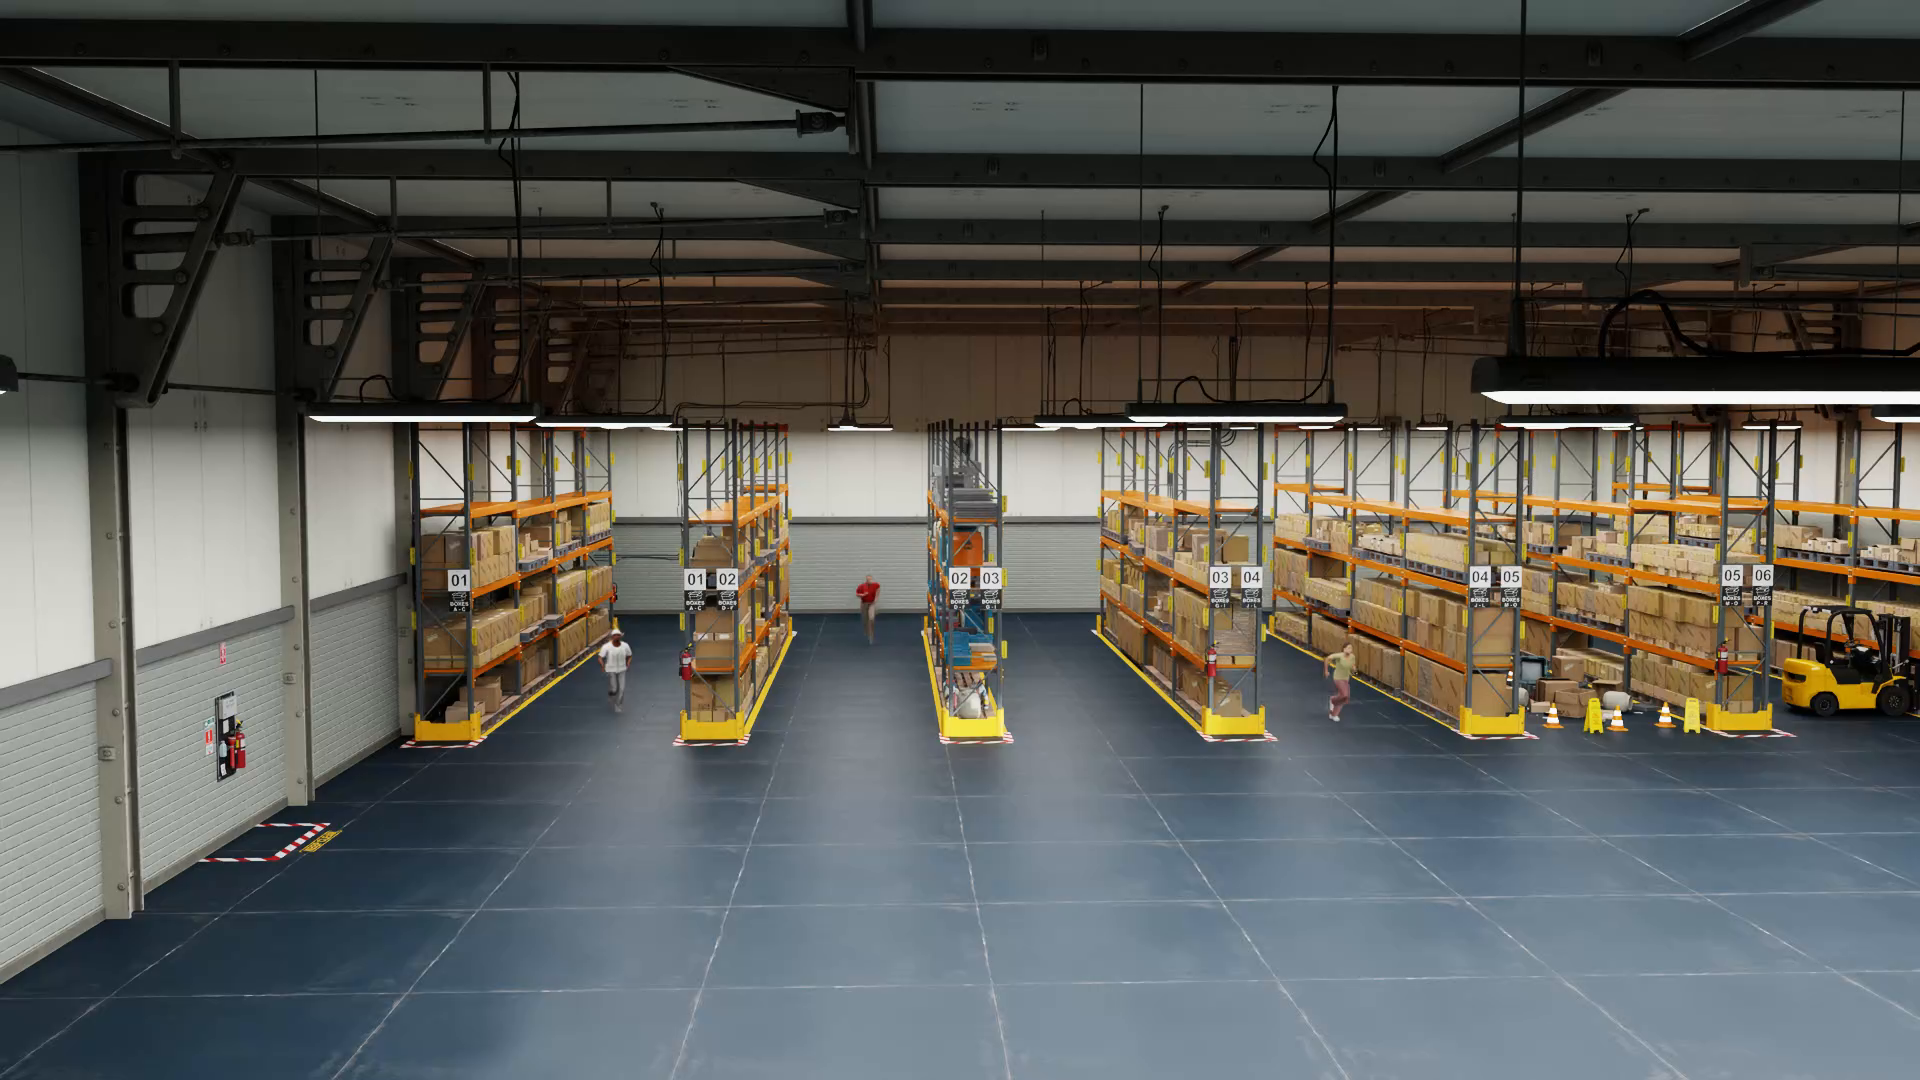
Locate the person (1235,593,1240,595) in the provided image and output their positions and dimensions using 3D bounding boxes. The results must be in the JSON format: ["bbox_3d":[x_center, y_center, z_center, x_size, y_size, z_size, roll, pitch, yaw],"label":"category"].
[{"bbox_3d":[7.710,1.909,47.419,0.570,1.532,0.571,1,4,8],"label":"person"}]

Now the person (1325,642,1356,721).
[{"bbox_3d":[7.618,2.813,33.100,0.568,1.594,0.669,-2,4,-28],"label":"person"}]

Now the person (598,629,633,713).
[{"bbox_3d":[-7.058,2.681,34.155,0.700,1.720,0.592,-2,4,-24],"label":"person"}]

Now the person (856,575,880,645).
[{"bbox_3d":[-2.449,1.835,44.305,0.653,1.831,0.942,0,4,-5],"label":"person"}]
